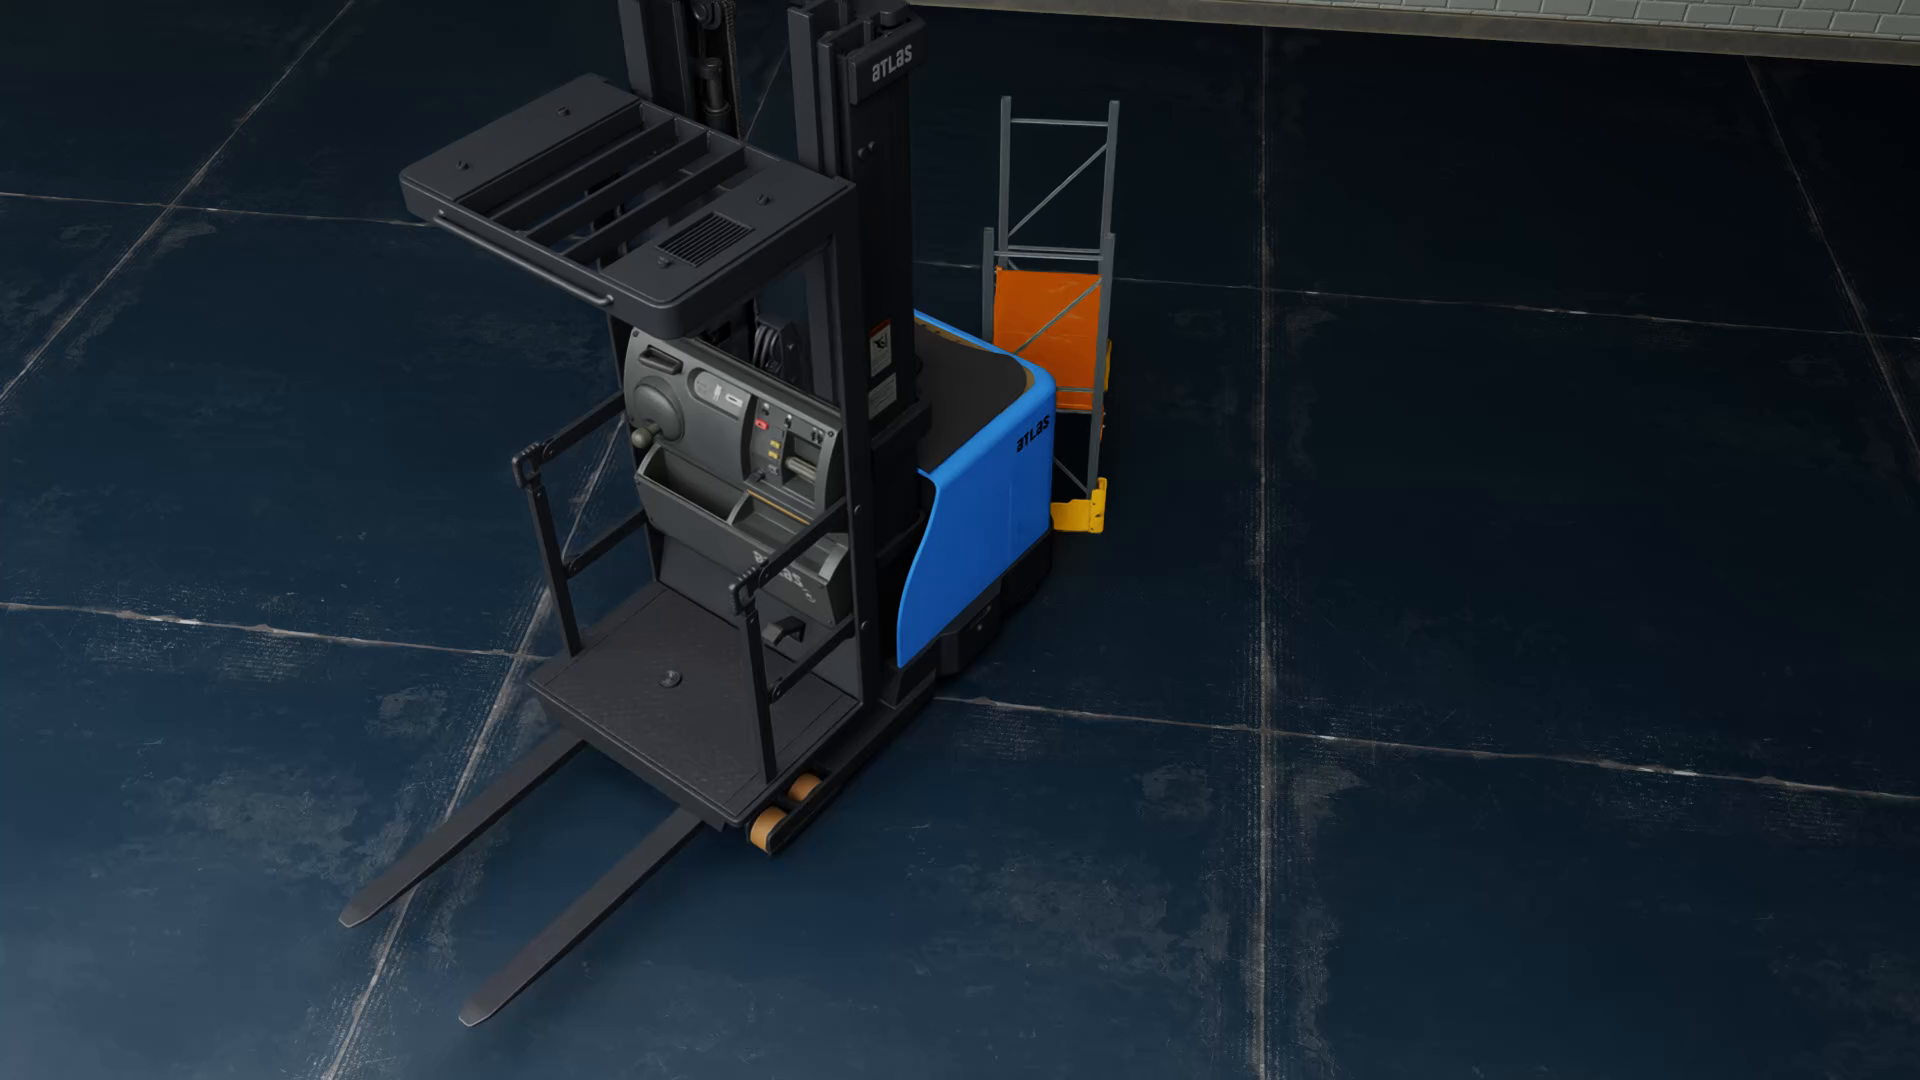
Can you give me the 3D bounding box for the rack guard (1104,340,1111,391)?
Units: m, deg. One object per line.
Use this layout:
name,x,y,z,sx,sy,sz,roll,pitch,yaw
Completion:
rack guard,0.423,-0.850,7.966,0.587,0.250,0.087,3,44,4

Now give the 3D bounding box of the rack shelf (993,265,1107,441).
rack shelf,0.382,-0.838,7.306,0.538,0.185,1.000,3,44,4

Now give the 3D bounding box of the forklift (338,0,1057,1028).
forklift,-0.906,-0.317,5.453,1.130,2.935,3.031,28,50,26

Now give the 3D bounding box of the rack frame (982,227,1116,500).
rack frame,0.339,-0.620,6.814,0.500,1.500,0.032,3,44,4

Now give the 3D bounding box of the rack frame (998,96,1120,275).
rack frame,0.424,-1.317,7.550,0.500,1.500,0.032,3,44,4

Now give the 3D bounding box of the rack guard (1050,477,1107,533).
rack guard,0.339,-0.167,7.245,0.587,0.250,0.087,3,44,4

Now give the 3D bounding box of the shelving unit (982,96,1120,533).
shelving unit,0.381,-0.962,7.176,0.587,1.500,1.083,3,44,4
